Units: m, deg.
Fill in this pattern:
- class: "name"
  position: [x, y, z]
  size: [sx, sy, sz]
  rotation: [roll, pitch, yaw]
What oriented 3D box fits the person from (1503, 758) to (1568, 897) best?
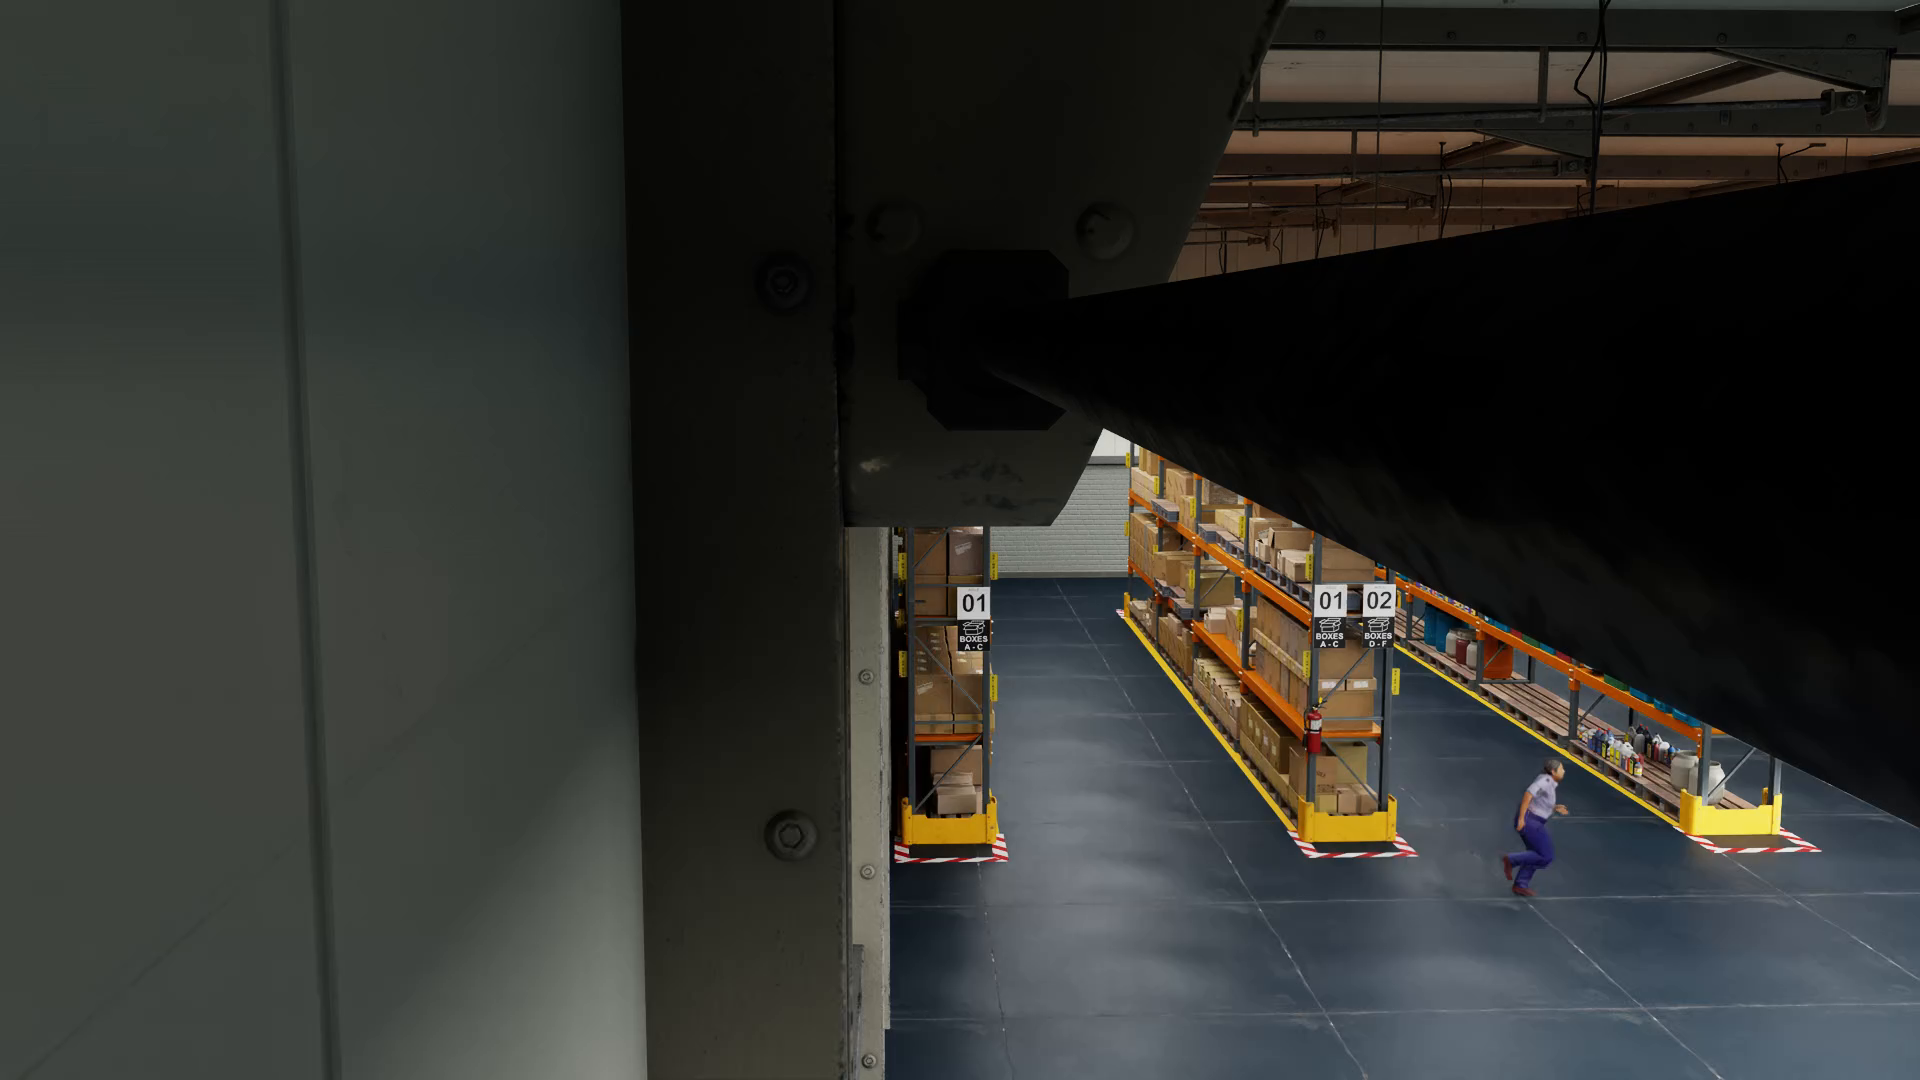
- class: "person"
  position: [6.424, 3.203, 18.562]
  size: [0.686, 1.580, 0.595]
  rotation: [2, 8, 13]
